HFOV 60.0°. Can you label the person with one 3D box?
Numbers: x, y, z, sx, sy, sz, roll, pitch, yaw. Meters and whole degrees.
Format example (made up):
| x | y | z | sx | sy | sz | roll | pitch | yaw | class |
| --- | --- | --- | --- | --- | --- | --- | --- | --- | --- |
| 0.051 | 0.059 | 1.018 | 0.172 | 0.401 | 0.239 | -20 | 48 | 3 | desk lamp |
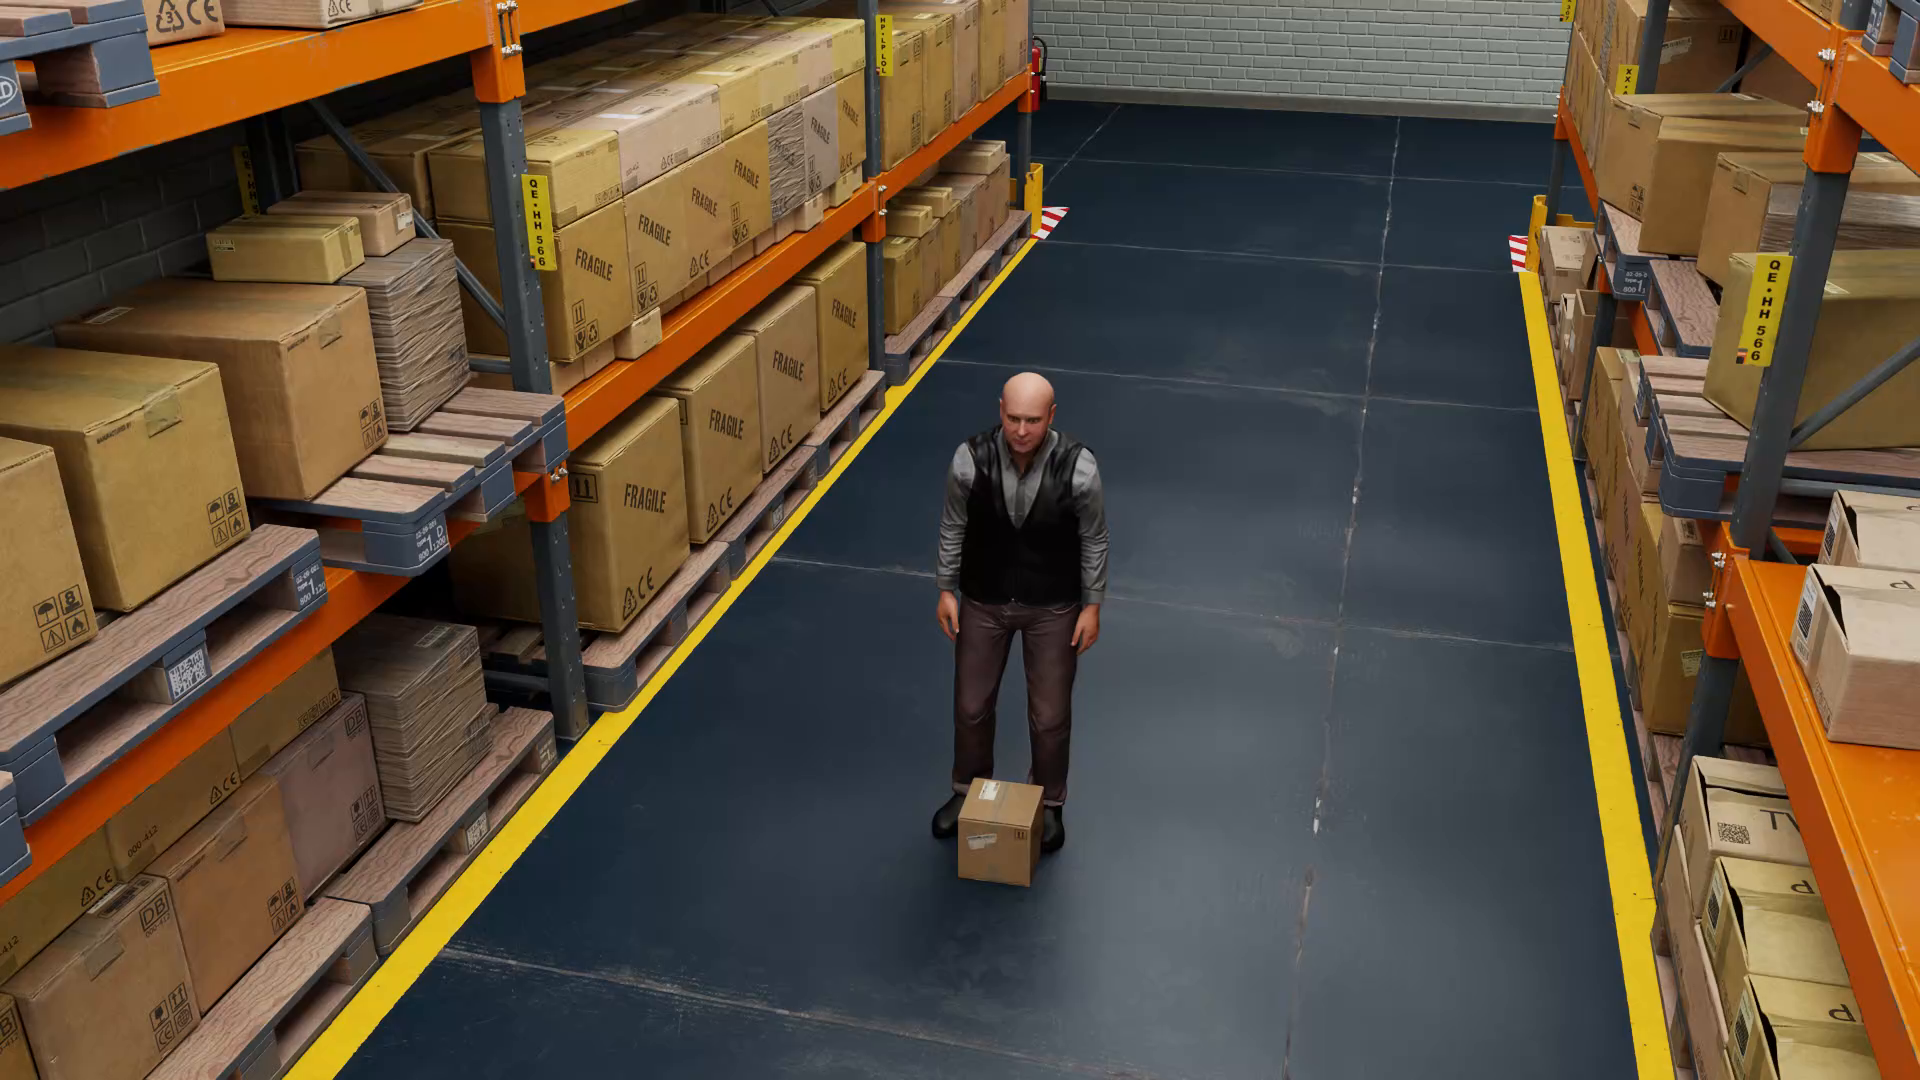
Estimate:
| x | y | z | sx | sy | sz | roll | pitch | yaw | class |
| --- | --- | --- | --- | --- | --- | --- | --- | --- | --- |
| 0.207 | 0.223 | 5.664 | 0.580 | 1.719 | 0.425 | 5 | 26 | 11 | person |
